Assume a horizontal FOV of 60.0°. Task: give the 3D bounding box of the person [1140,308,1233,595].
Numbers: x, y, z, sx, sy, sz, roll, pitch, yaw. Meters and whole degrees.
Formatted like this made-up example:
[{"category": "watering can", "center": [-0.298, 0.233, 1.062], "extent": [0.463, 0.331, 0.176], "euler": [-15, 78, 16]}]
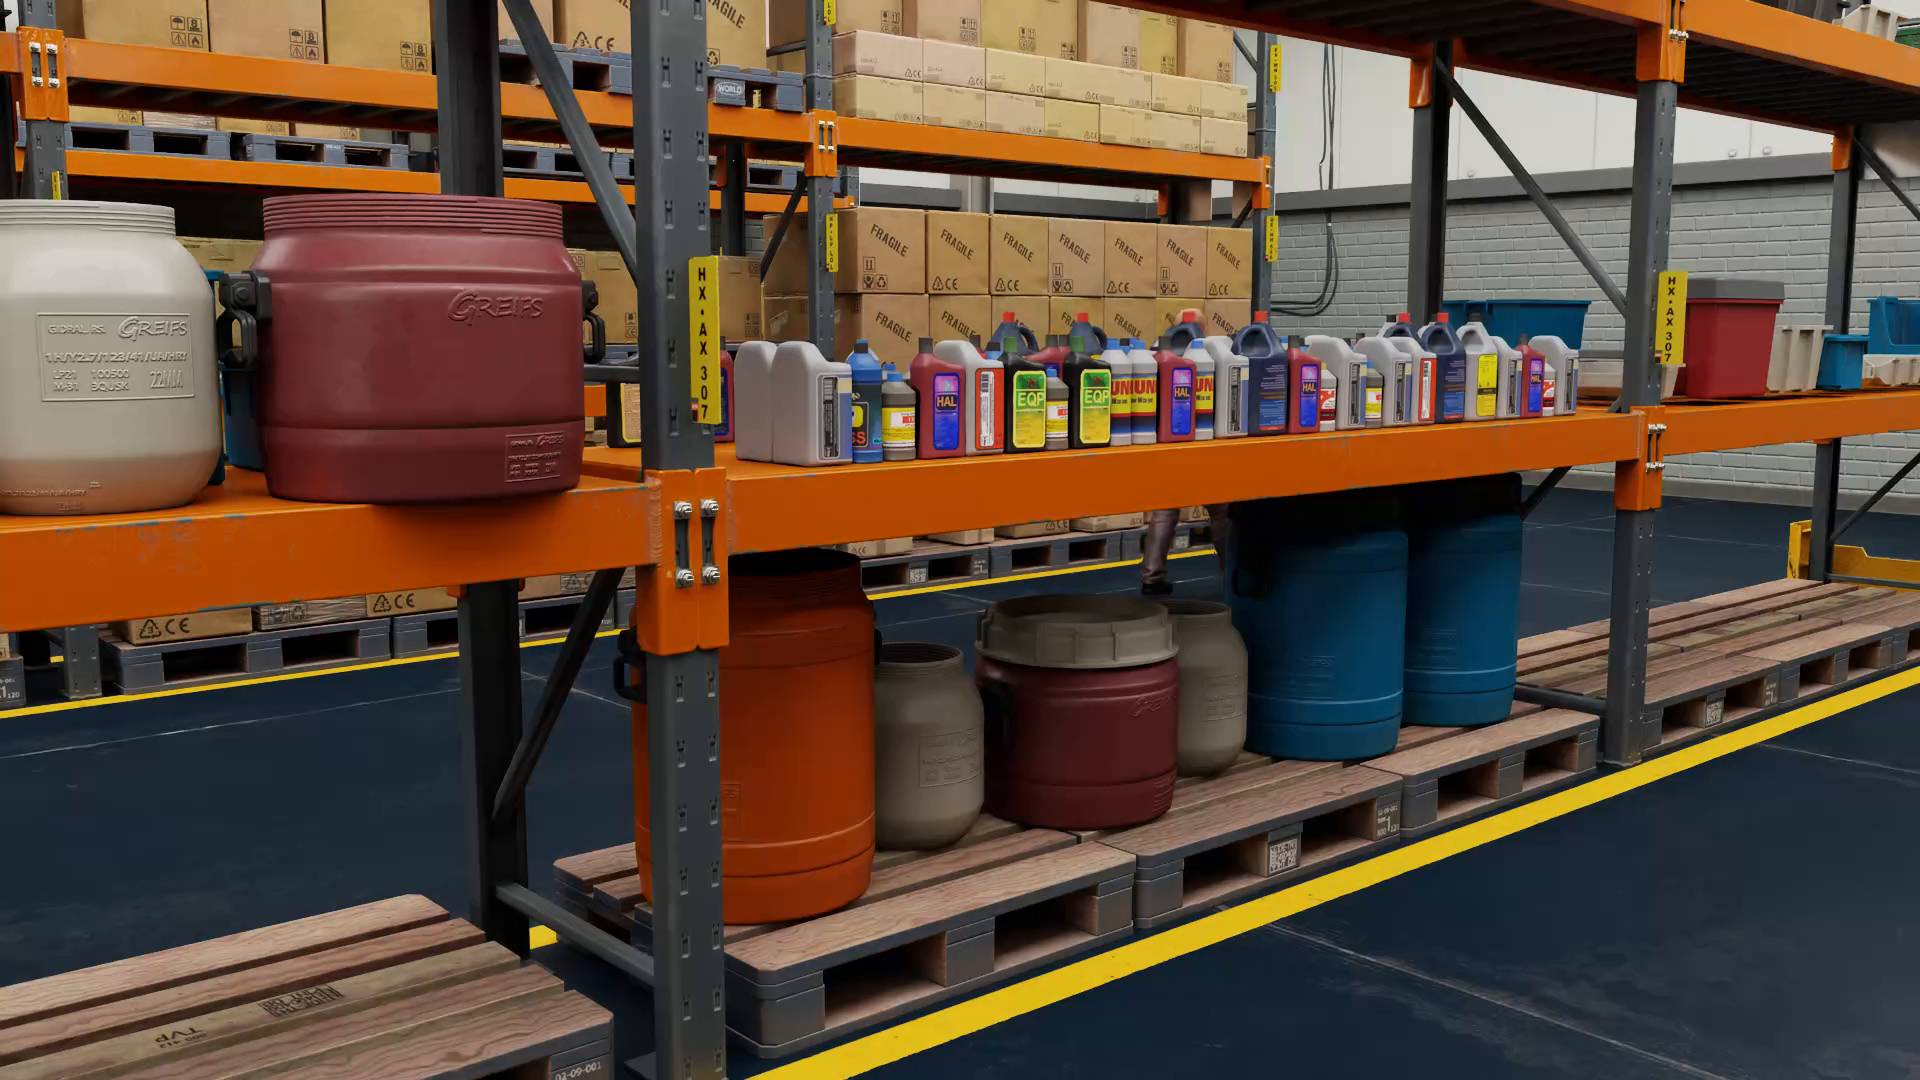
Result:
[{"category": "person", "center": [1.410, -0.532, 9.871], "extent": [0.558, 1.670, 0.979], "euler": [6, 10, 41]}]
